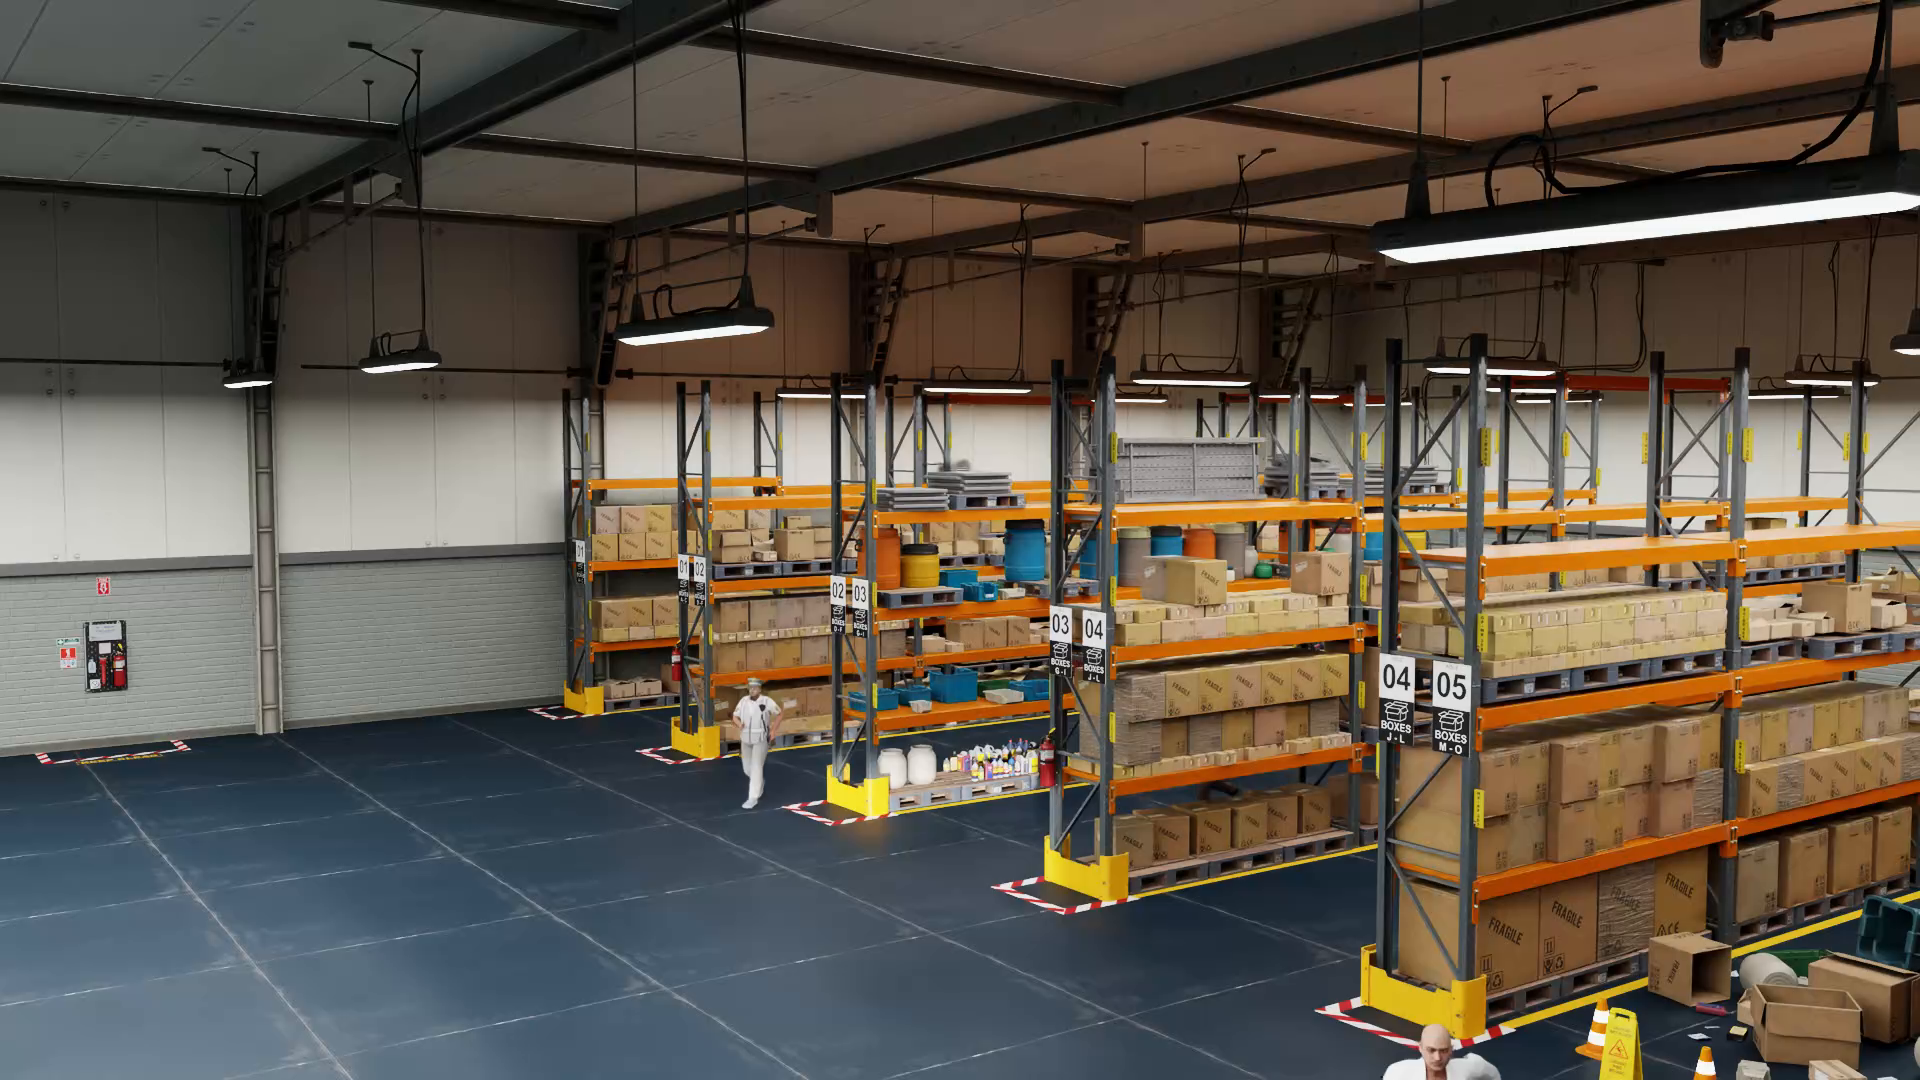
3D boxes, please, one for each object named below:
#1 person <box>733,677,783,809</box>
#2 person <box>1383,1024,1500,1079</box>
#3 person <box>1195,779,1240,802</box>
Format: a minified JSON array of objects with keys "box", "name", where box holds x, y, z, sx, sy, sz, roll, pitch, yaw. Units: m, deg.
[{"box":[-2.845,2.776,23.121,0.682,1.770,0.877,1,4,17],"name":"person"},{"box":[2.778,3.687,9.723,0.709,1.858,0.982,1,4,17],"name":"person"},{"box":[3.406,2.889,22.273,0.945,1.715,0.683,-2,4,-32],"name":"person"}]
